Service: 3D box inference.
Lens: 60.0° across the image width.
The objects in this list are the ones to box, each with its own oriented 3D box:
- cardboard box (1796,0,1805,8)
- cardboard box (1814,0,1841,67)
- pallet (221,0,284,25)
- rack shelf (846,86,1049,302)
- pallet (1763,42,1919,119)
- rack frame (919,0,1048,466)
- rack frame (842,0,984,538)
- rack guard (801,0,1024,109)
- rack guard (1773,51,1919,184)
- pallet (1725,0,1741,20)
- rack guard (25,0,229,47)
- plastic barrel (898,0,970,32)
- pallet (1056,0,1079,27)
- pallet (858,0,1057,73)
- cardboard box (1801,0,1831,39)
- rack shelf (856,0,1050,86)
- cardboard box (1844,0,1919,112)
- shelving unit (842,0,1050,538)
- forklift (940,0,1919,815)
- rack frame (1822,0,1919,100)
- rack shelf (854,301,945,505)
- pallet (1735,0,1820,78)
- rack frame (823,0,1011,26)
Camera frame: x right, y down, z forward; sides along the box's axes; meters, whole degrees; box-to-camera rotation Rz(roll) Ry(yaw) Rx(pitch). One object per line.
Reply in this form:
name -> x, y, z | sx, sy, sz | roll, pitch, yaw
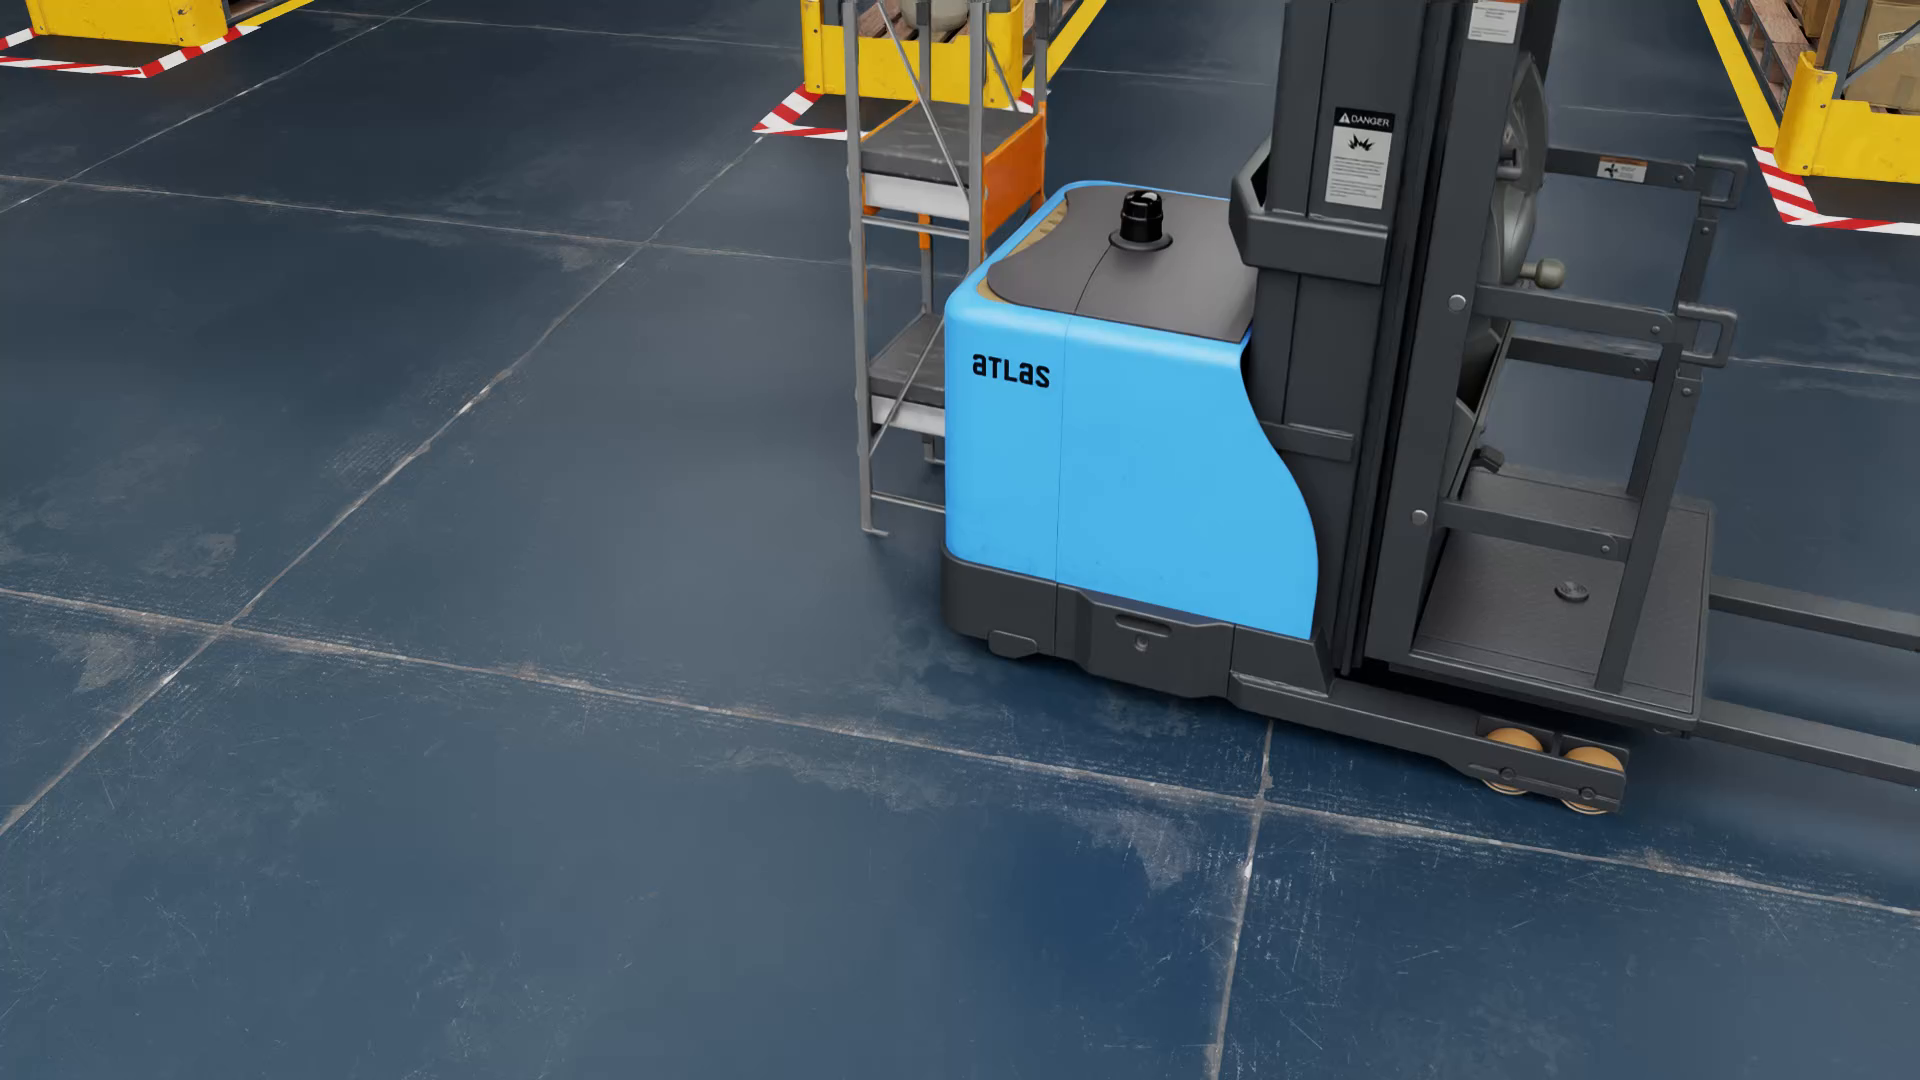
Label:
cardboard box -> 5.215, -3.372, 9.696 | 0.500, 0.500, 0.500 | 5, 33, 8
cardboard box -> 4.853, -2.766, 8.743 | 0.500, 0.500, 0.500 | 17, 36, 25
pallet -> -4.868, -3.583, 10.690 | 1.003, 0.211, 1.213 | 8, 33, 12
rack shelf -> -0.030, -0.983, 4.864 | 0.431, 0.518, 0.480 | 13, 35, 19
pallet -> 4.819, -2.286, 8.650 | 1.003, 0.211, 1.213 | 8, 33, 12
rack frame -> 0.065, -1.115, 5.046 | 0.400, 2.100, 0.015 | 13, 35, 19
rack frame -> -0.125, -0.873, 4.667 | 0.400, 2.100, 0.015 | 13, 35, 19
rack guard -> -0.257, -2.672, 8.987 | 1.175, 0.500, 0.348 | 8, 33, 12
rack guard -> 4.579, -1.991, 7.917 | 1.175, 0.500, 0.348 | 8, 33, 12
pallet -> 5.439, -3.552, 10.641 | 1.003, 0.211, 1.213 | 8, 33, 12
rack guard -> -5.027, -3.290, 9.959 | 1.175, 0.500, 0.348 | 8, 33, 12
plastic barrel -> -0.138, -3.160, 9.353 | 0.421, 0.512, 0.421 | 0, 32, 0
pallet -> 0.266, -3.602, 10.720 | 1.003, 0.211, 1.213 | 8, 33, 12
pallet -> -0.046, -2.971, 9.727 | 1.003, 0.211, 1.213 | 8, 33, 12
cardboard box -> 5.030, -3.088, 9.250 | 0.500, 0.500, 0.500 | 11, 34, 17
rack shelf -> -0.030, -1.573, 4.488 | 0.431, 0.518, 0.480 | 13, 35, 19
cardboard box -> 4.734, -2.451, 8.248 | 0.500, 0.500, 0.500 | 14, 35, 21
shelving unit -> -0.030, -0.994, 4.857 | 0.431, 2.100, 0.503 | 13, 35, 19
forklift -> 1.512, -0.875, 3.894 | 3.031, 2.935, 1.130 | 13, 35, 19
rack frame -> 4.560, -3.007, 7.184 | 1.000, 3.000, 0.127 | 8, 33, 12
rack shelf -> -0.030, -0.392, 5.239 | 0.431, 0.518, 0.480 | 13, 35, 19
pallet -> 5.131, -2.917, 9.642 | 1.003, 0.211, 1.213 | 8, 33, 12
rack frame -> -0.231, -3.681, 8.245 | 1.000, 3.000, 0.127 | 8, 33, 12
